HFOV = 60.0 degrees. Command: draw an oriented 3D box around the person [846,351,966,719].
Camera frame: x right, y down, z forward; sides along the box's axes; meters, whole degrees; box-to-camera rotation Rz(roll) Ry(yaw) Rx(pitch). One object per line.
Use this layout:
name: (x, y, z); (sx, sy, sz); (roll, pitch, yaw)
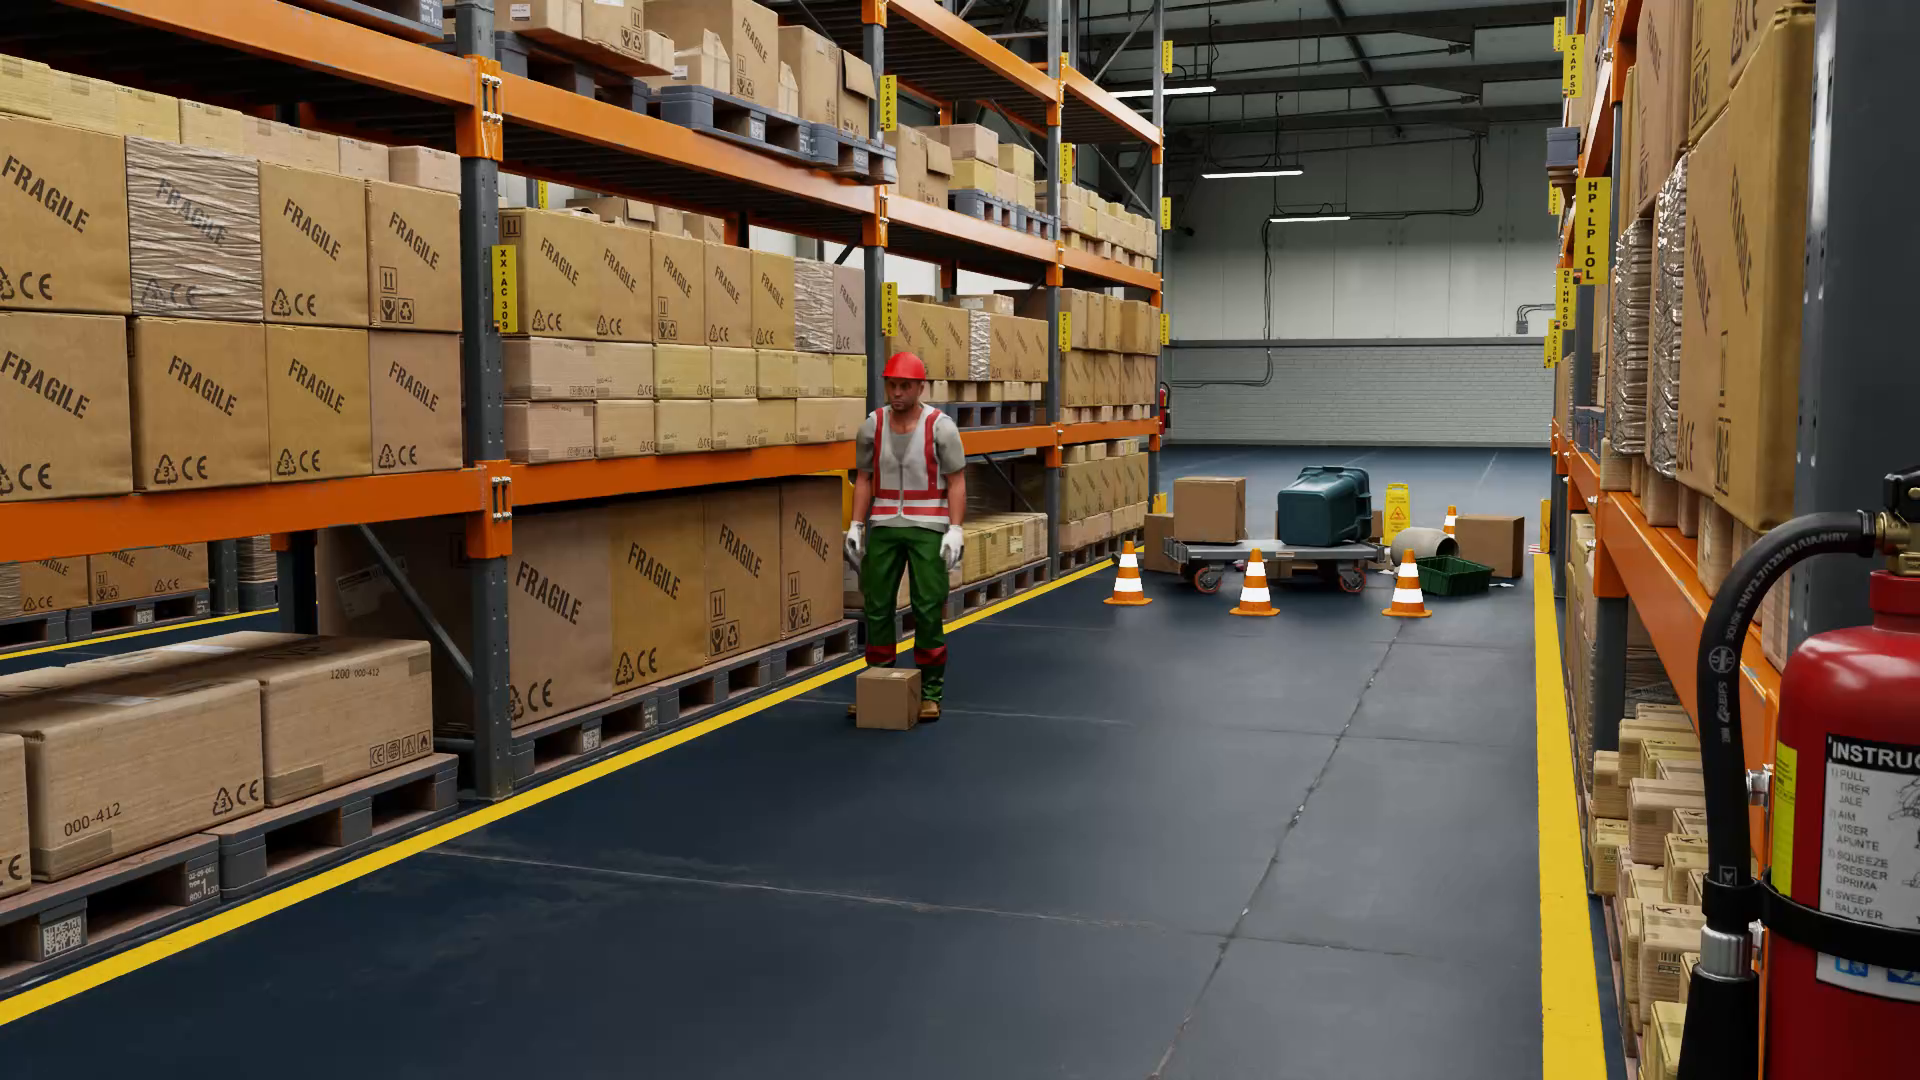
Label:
person: (-0.266, -0.022, 8.092); (0.609, 1.779, 0.454); (2, 5, 18)
